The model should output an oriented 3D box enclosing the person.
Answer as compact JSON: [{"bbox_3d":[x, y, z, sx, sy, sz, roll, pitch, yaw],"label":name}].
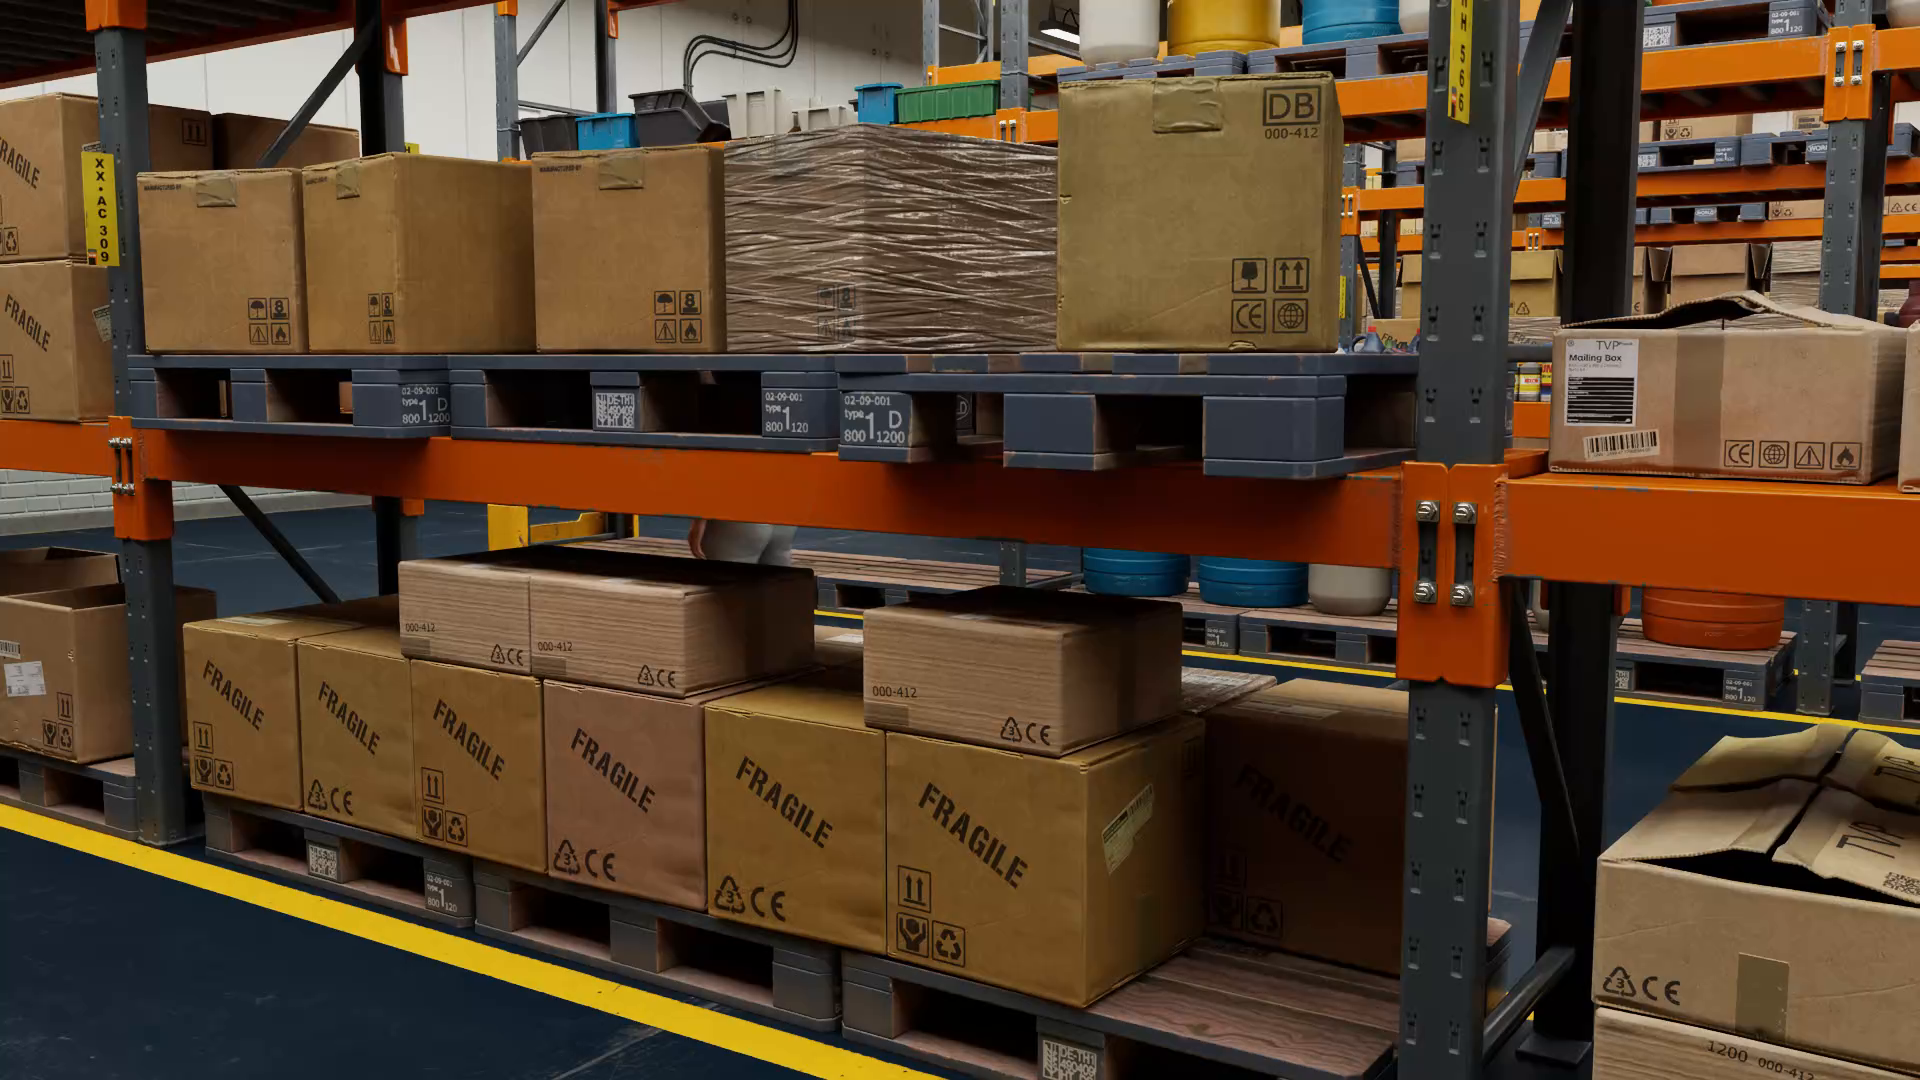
[{"bbox_3d":[-0.858,-0.098,6.639,0.437,1.747,0.596,4,7,30],"label":"person"}]
